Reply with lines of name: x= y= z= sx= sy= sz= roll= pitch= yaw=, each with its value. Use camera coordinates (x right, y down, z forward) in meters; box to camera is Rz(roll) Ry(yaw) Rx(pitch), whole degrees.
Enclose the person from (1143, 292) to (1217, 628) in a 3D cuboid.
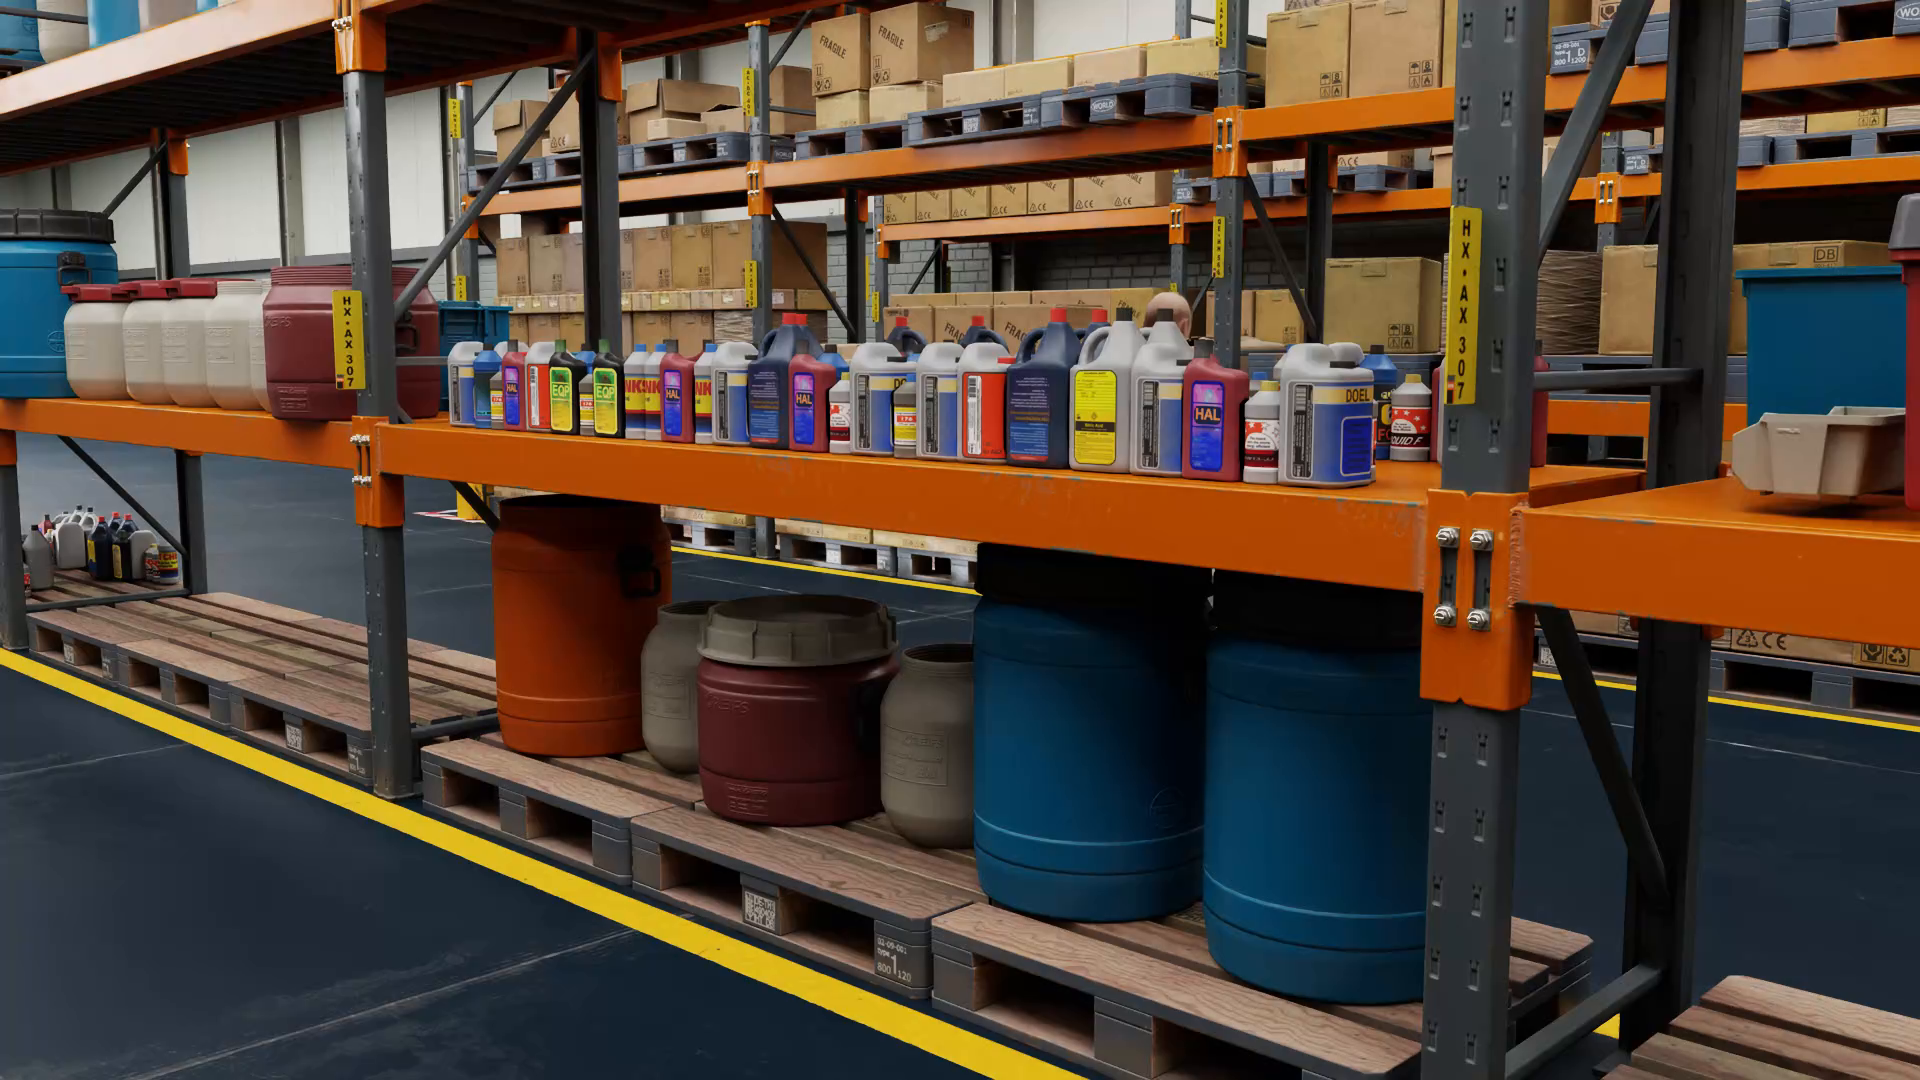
person: x=0.815 y=-0.062 z=6.572 sx=0.564 sy=1.725 sz=0.377 roll=7 pitch=10 yaw=44
